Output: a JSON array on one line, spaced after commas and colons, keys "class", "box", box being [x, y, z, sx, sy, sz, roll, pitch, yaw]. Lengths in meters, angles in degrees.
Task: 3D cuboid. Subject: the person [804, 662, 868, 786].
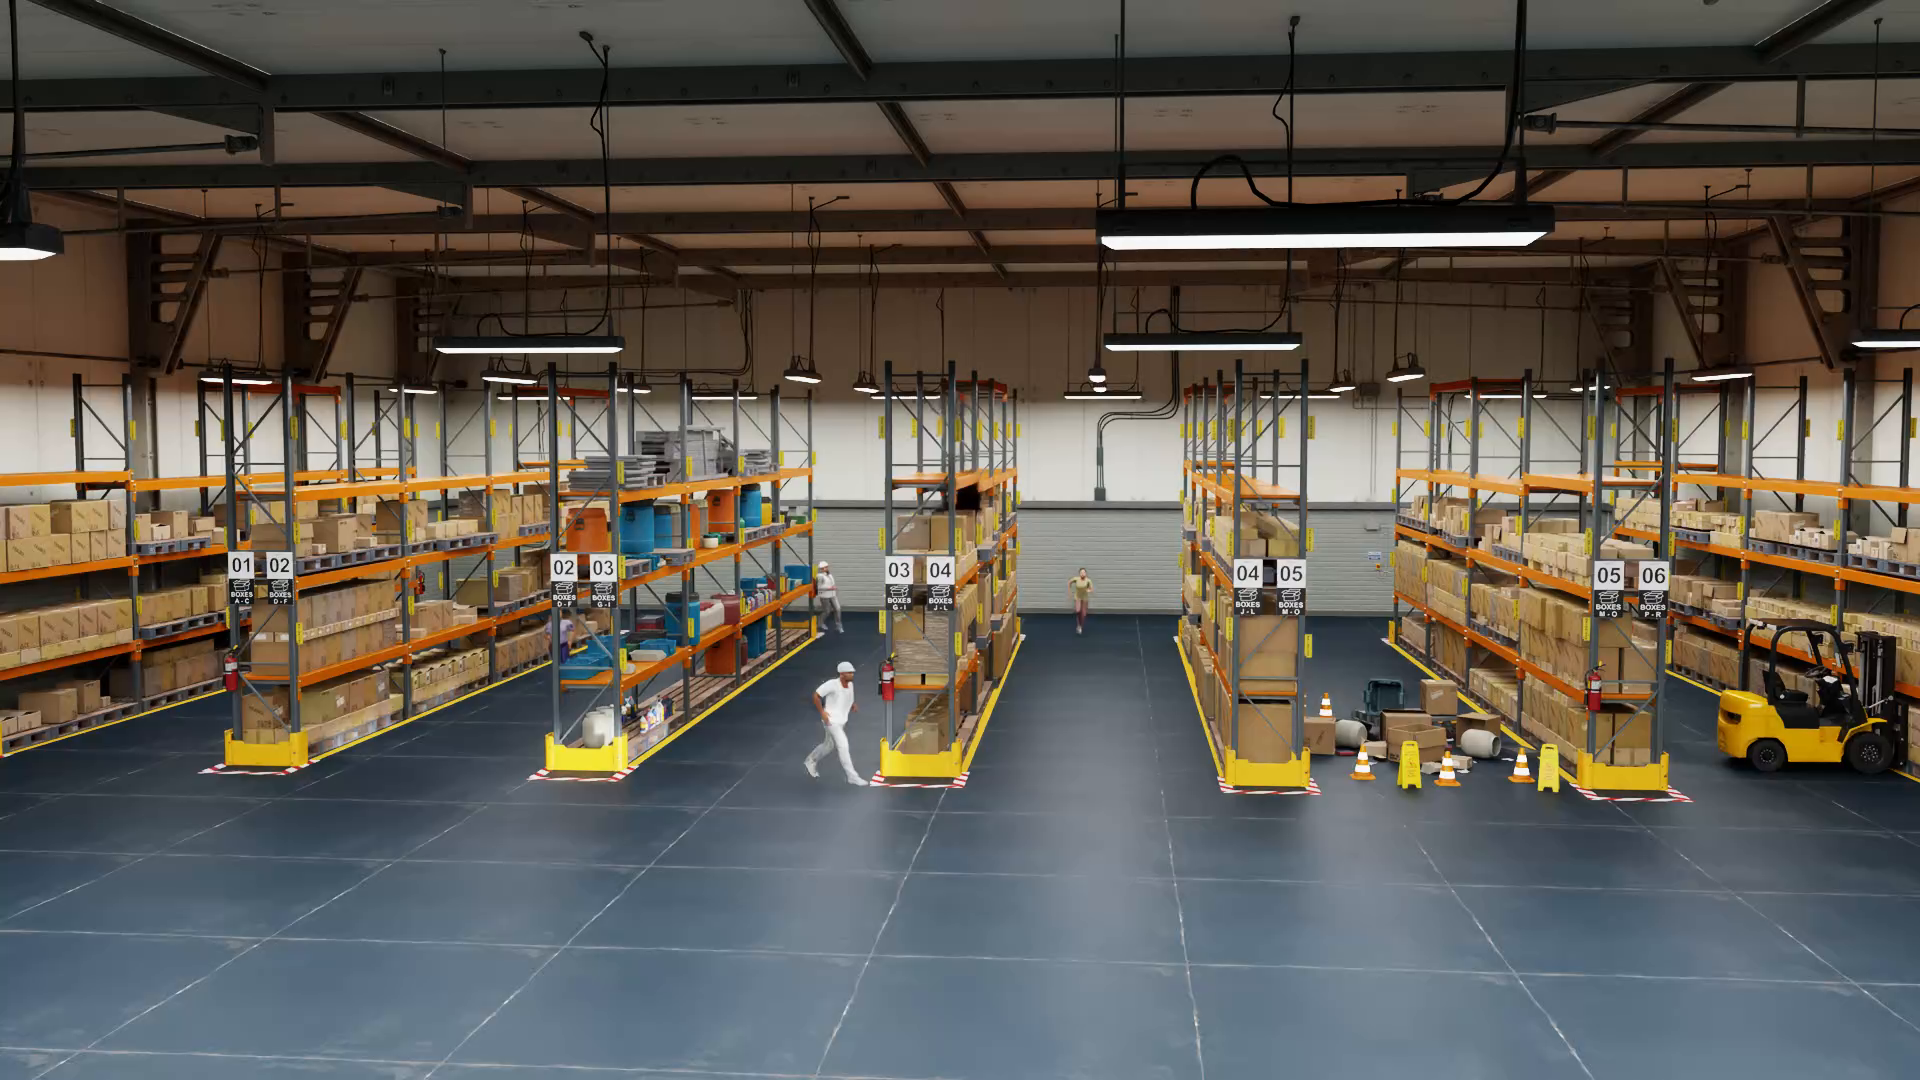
[{"class": "person", "box": [-1.758, 2.555, 23.443, 1.124, 1.708, 0.713, 2, 4, 31]}]

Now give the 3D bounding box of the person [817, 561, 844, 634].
[{"class": "person", "box": [-3.280, 1.345, 41.162, 0.848, 1.638, 0.644, 3, 5, 40]}]

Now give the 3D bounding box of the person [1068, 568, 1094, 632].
[{"class": "person", "box": [2.970, 1.487, 40.849, 0.613, 1.614, 0.728, 0, 4, 2]}]

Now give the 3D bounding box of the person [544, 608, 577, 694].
[{"class": "person", "box": [-7.637, 2.113, 31.696, 0.579, 1.670, 0.694, 0, 4, 1]}]
